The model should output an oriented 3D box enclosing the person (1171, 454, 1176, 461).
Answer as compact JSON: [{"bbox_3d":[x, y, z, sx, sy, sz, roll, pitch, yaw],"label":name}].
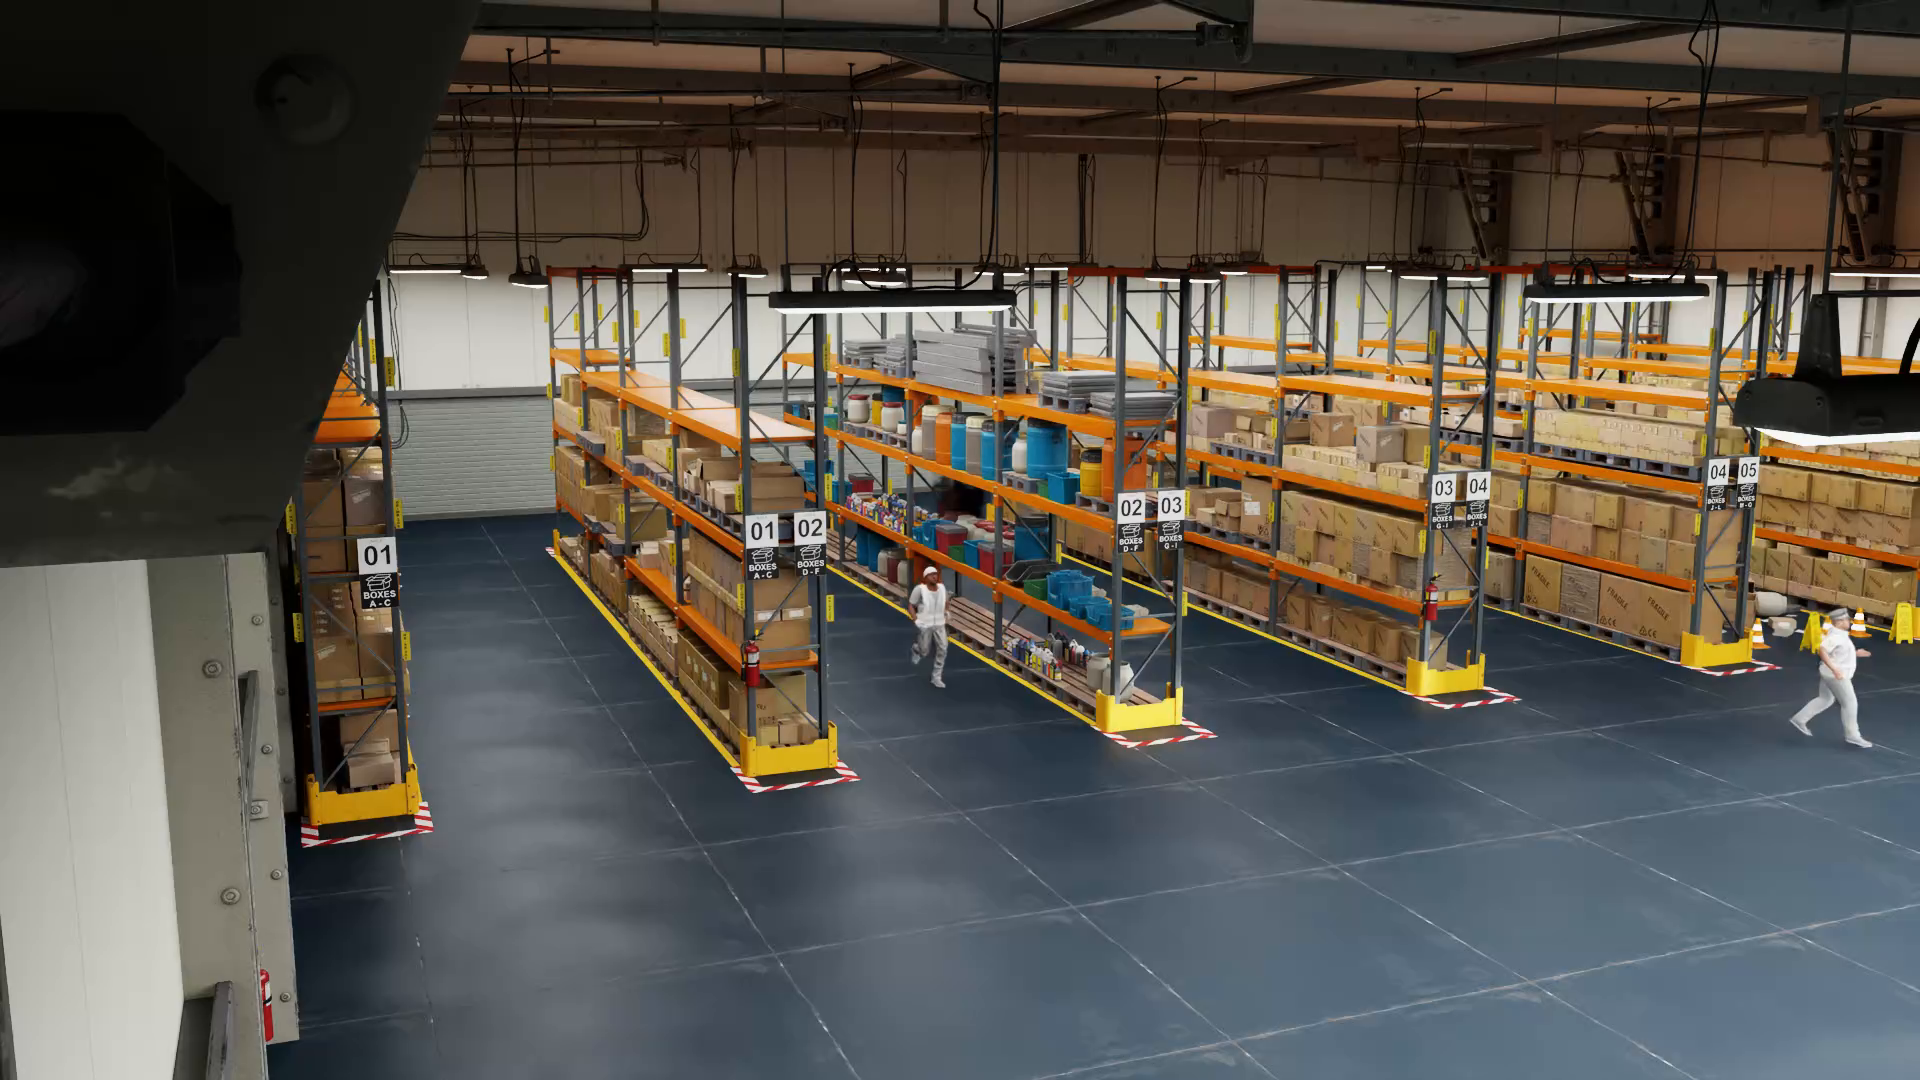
[{"bbox_3d":[5.502,-1.697,41.521,0.549,1.734,0.761,-5,11,-27],"label":"person"}]

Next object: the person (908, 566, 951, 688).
[{"bbox_3d":[-0.431,1.241,24.359,0.676,1.734,0.840,-4,11,-22],"label":"person"}]

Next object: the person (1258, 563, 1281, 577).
[{"bbox_3d":[5.977,-0.065,31.859,0.715,1.754,1.021,-5,11,-25],"label":"person"}]

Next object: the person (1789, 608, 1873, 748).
[{"bbox_3d":[11.290,1.740,21.408,0.944,1.779,0.666,3,10,19],"label":"person"}]
